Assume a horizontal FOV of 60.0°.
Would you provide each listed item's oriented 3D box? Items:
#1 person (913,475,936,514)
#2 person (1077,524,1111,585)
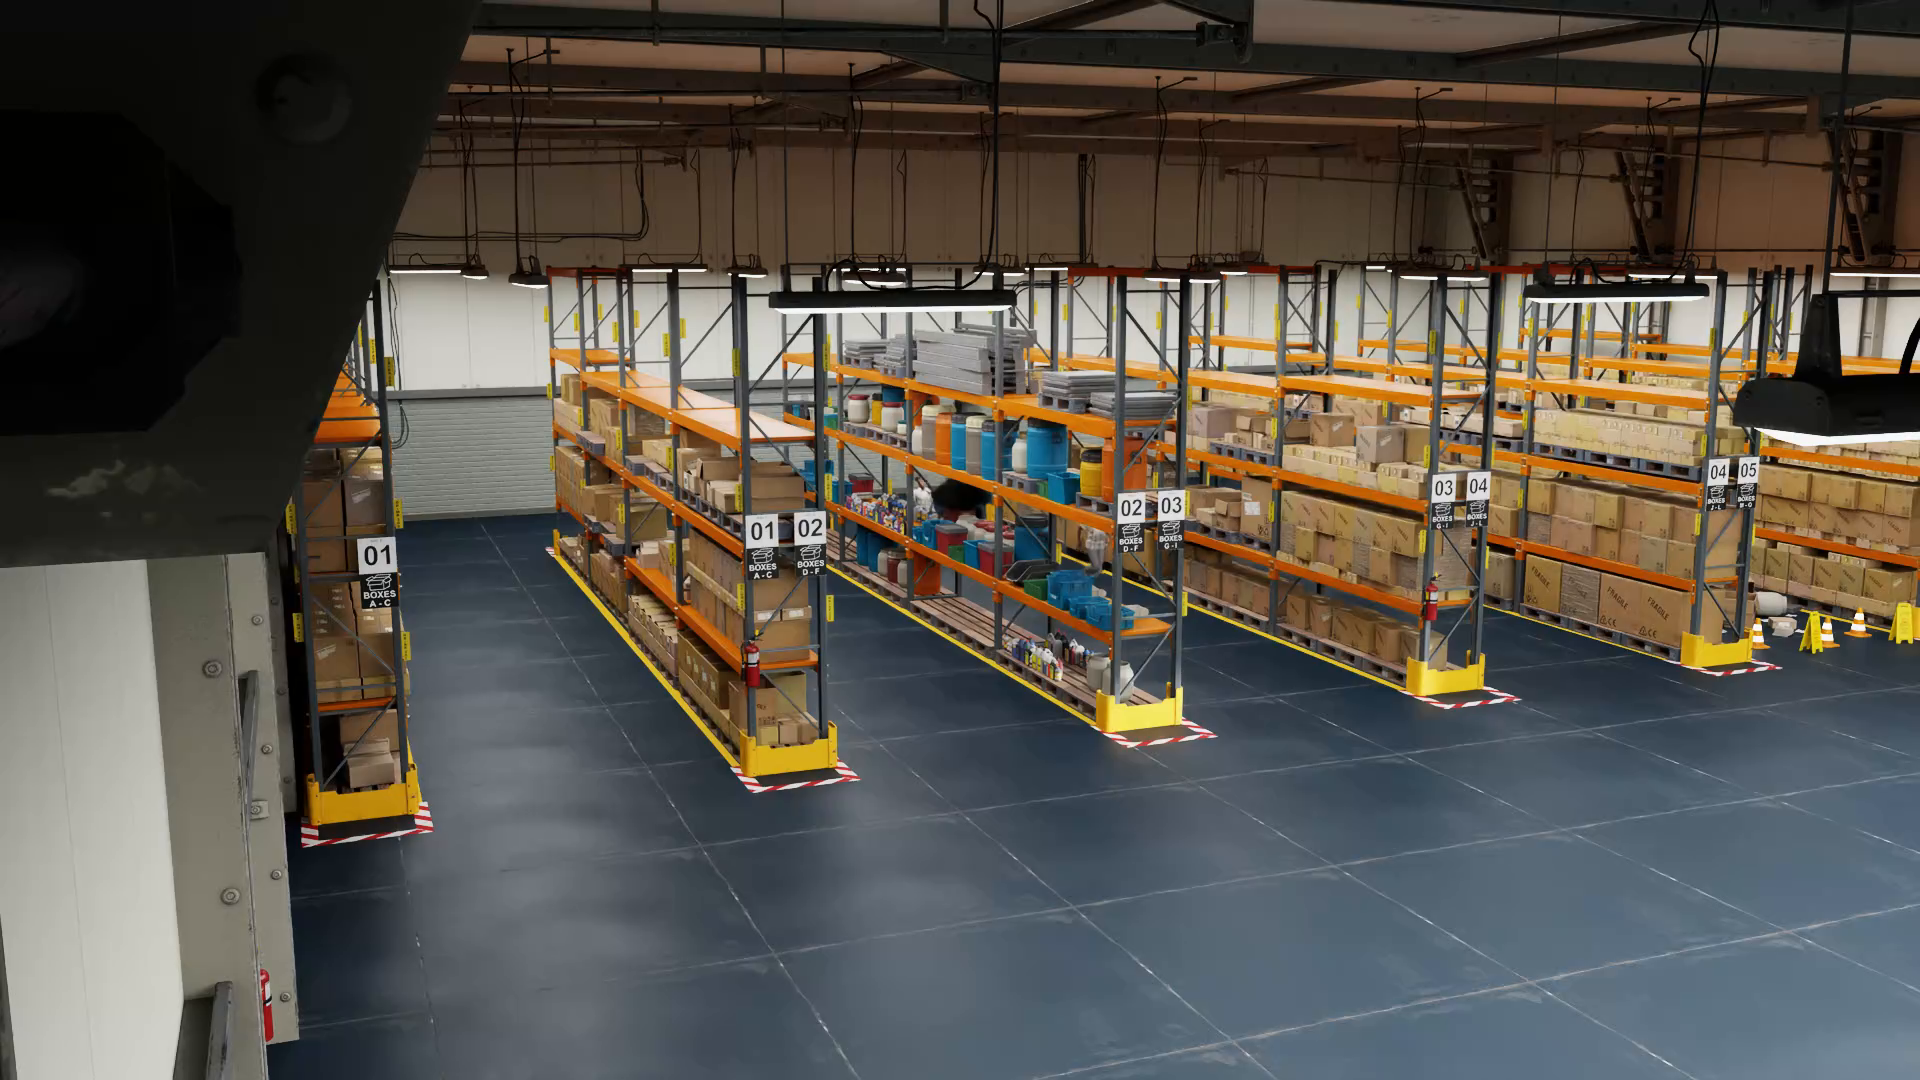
[{"bbox_3d":[-0.791,-0.555,35.117,0.616,1.659,0.554,-5,11,-26],"label":"person"},{"bbox_3d":[2.417,0.173,29.385,0.562,1.627,0.678,-5,11,-26],"label":"person"}]
